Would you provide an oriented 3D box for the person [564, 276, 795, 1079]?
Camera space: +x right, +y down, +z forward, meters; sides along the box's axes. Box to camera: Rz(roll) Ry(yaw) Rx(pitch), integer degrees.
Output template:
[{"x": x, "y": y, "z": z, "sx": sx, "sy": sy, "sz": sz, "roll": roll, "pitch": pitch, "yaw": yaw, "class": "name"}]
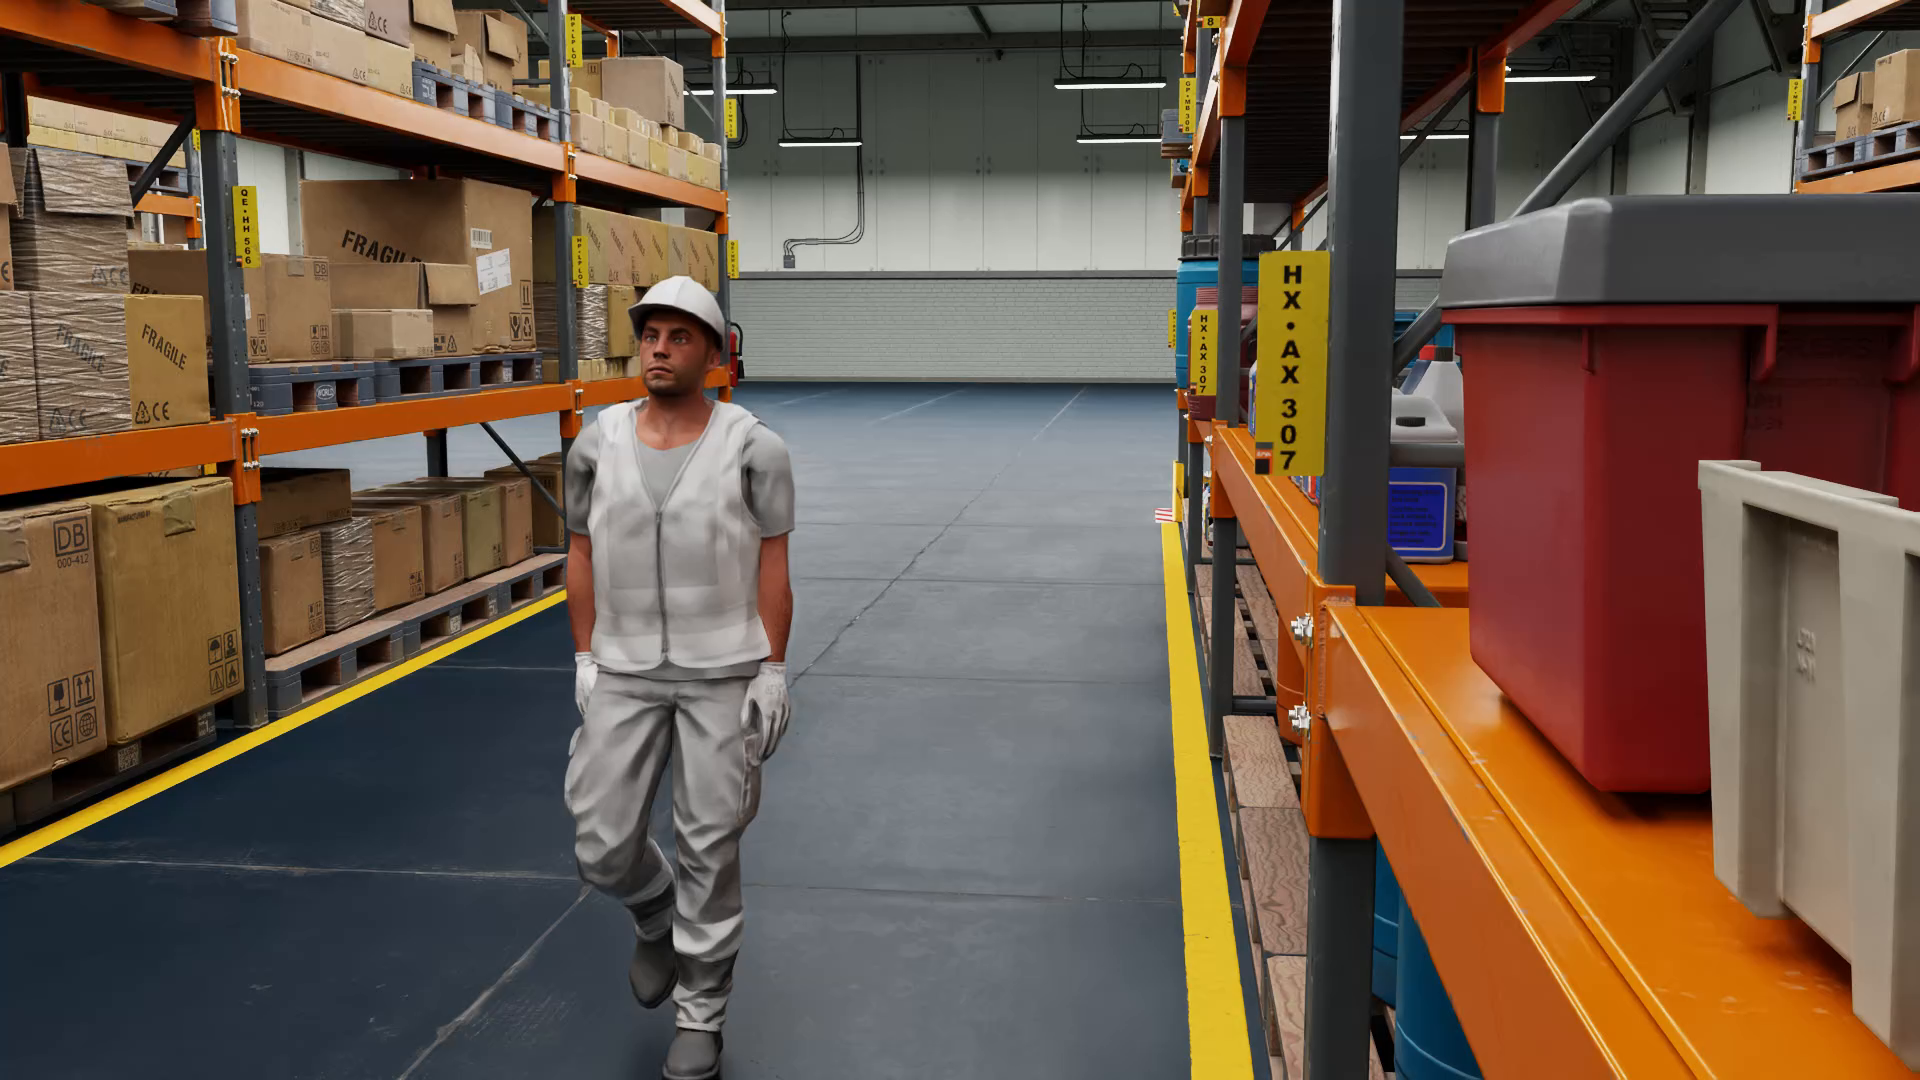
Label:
[{"x": -0.635, "y": 0.300, "z": 3.772, "sx": 0.529, "sy": 1.779, "sz": 0.544, "roll": 0, "pitch": 7, "yaw": 2, "class": "person"}]
